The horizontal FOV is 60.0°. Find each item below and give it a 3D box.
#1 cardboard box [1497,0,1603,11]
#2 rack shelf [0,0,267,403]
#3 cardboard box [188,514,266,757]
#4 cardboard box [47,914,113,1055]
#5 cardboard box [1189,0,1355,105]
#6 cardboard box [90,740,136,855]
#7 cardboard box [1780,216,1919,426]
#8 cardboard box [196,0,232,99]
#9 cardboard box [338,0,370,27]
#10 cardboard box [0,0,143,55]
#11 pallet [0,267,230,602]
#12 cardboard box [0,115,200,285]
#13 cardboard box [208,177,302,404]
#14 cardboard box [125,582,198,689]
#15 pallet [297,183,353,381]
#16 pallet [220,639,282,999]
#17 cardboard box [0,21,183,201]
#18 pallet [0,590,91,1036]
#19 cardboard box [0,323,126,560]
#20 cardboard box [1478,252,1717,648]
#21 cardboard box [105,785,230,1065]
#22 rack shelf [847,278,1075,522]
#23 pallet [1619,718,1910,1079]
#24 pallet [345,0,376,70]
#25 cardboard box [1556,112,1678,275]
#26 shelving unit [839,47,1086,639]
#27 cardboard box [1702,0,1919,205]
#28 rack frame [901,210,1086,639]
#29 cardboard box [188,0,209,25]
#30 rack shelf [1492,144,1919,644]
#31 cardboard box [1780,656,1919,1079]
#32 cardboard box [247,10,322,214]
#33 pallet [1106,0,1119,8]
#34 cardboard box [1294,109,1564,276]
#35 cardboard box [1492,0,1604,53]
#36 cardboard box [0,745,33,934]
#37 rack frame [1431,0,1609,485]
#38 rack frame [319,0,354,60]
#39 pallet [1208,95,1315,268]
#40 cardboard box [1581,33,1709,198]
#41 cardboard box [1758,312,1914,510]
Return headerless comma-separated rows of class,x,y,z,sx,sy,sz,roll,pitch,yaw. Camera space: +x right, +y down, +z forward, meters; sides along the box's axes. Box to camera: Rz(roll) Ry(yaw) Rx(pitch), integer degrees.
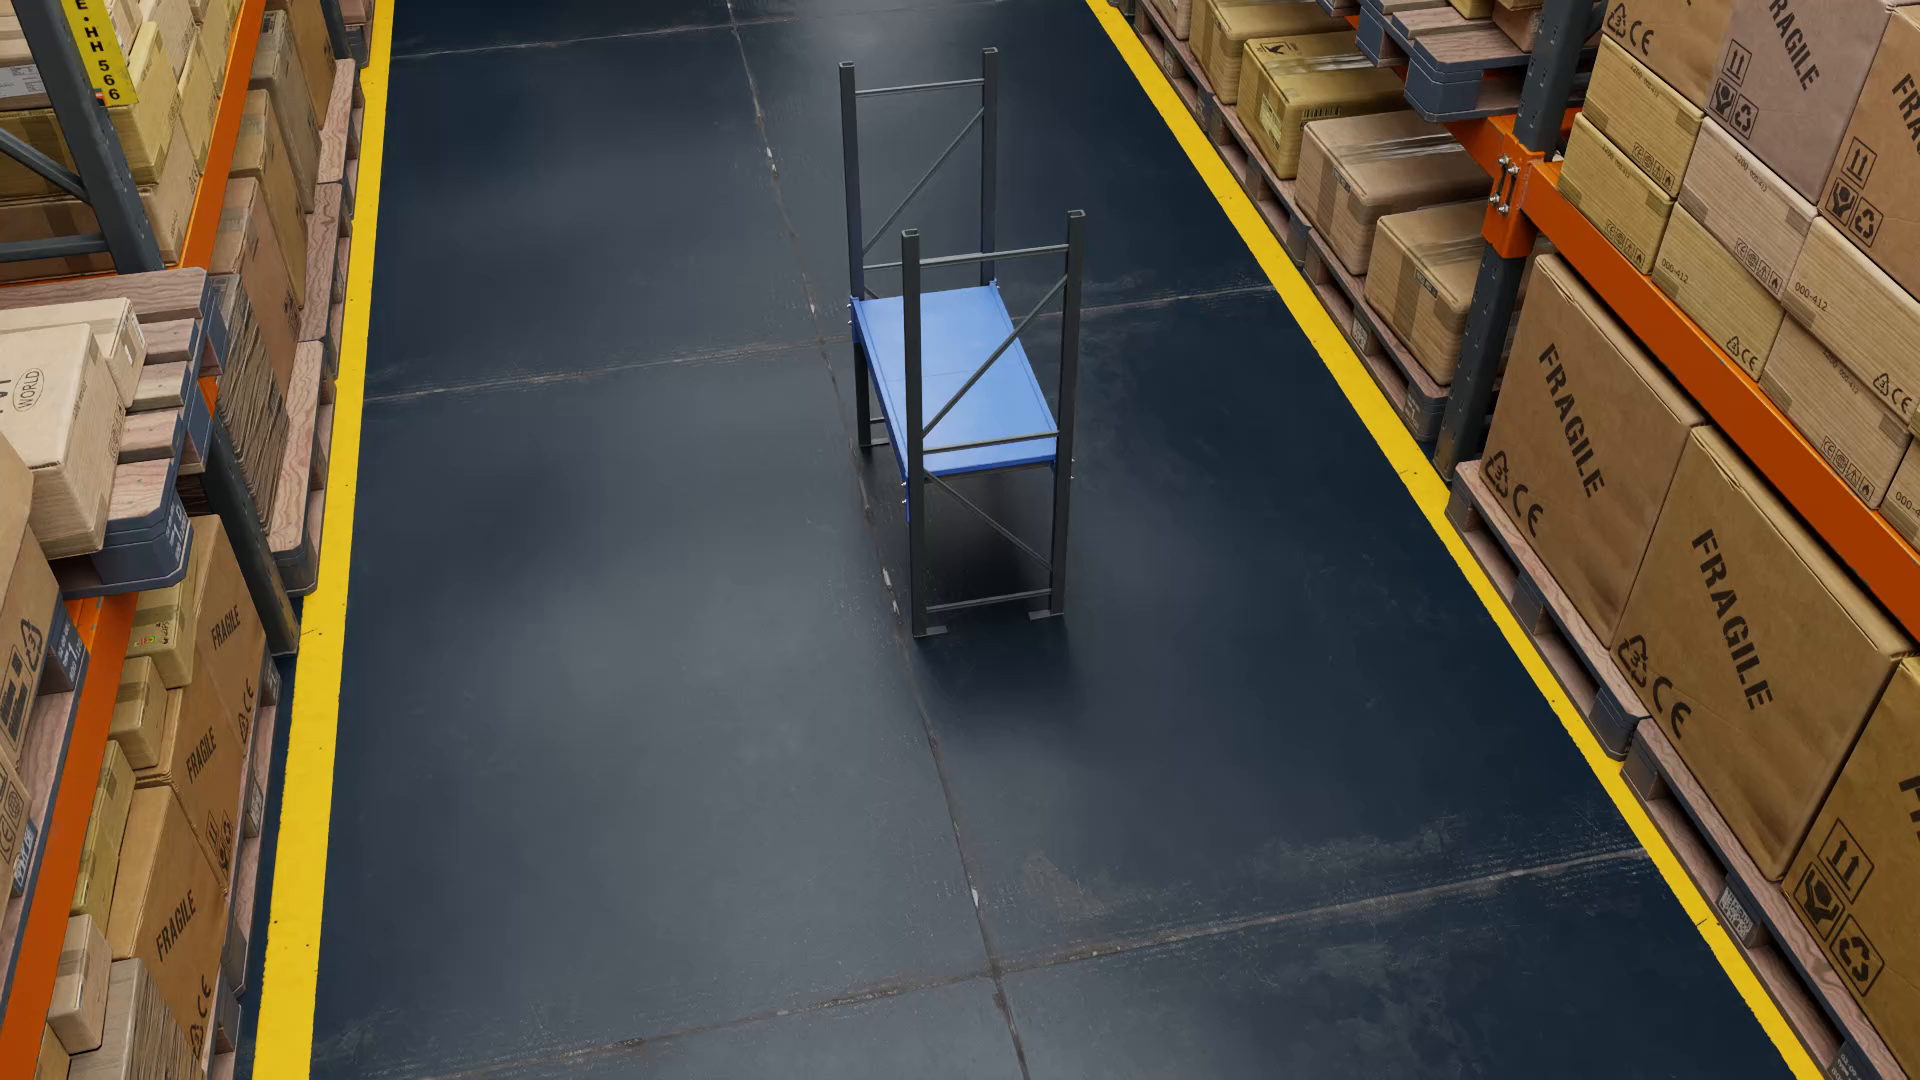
cardboard box,1.851,-1.993,5.120,0.500,0.500,0.500,-9,42,-11
rack shelf,-3.057,-1.746,6.000,1.077,0.370,4.000,-8,42,-9
cardboard box,-2.324,0.302,4.717,0.500,0.500,0.500,-7,42,-8
cardboard box,-2.013,0.963,3.483,0.380,0.149,0.250,-10,43,-11
cardboard box,1.631,-2.395,7.851,0.950,0.372,0.625,-6,42,-7
cardboard box,-2.156,0.627,3.862,0.380,0.149,0.250,-7,42,-8
cardboard box,2.295,-0.540,3.835,0.500,0.250,0.500,-8,42,-9
cardboard box,-2.704,-1.645,5.457,0.500,0.250,0.500,-10,42,-11
cardboard box,-3.270,-2.802,8.402,0.500,0.250,0.500,-8,42,-9
cardboard box,-2.465,-1.421,4.527,0.380,0.149,0.250,-7,42,-8
pallet,-2.410,-0.218,3.881,1.213,0.211,1.003,-8,42,-9
cardboard box,-2.482,-0.986,4.714,0.500,0.250,0.500,-8,42,-9
cardboard box,-2.895,-0.817,5.883,0.875,0.625,0.625,-7,42,-8
cardboard box,-2.182,0.272,4.262,0.380,0.149,0.250,-10,43,-12
pallet,-3.025,-1.005,6.723,1.003,0.211,1.213,-8,42,-9
pallet,-2.501,0.813,4.675,1.003,0.211,1.213,-8,42,-9
cardboard box,-2.458,-1.176,4.552,0.500,0.250,0.500,-8,42,-9
pallet,-2.201,0.613,2.945,1.003,0.211,1.213,-8,42,-9
cardboard box,-2.082,-0.183,3.493,0.500,0.250,0.500,-10,43,-11
cardboard box,2.289,-0.336,5.153,0.875,0.875,0.875,-9,42,-10
cardboard box,-2.111,0.967,3.968,0.500,0.500,0.500,-7,42,-7
rack shelf,-0.018,-0.482,5.434,0.538,0.185,1.000,-8,42,-9
pallet,2.577,0.921,4.553,1.003,0.211,1.213,-8,42,-9
pallet,-3.619,-2.791,8.735,1.003,0.211,1.213,-8,42,-9
cardboard box,2.081,-1.023,4.756,0.500,0.250,0.500,-9,42,-10
shelving unit,-0.018,-0.616,5.314,0.538,1.500,1.048,-8,42,-9
cardboard box,2.205,-1.169,3.979,0.500,0.500,0.500,-8,42,-9
rack frame,0.091,-0.287,4.943,0.500,1.500,0.032,-8,42,-9
cardboard box,-2.685,-1.839,5.299,0.500,0.250,0.500,-9,42,-10
rack shelf,2.652,0.133,3.883,1.077,0.370,4.000,-8,42,-9
cardboard box,2.669,0.823,3.848,0.875,0.875,0.875,-7,42,-8
cardboard box,-3.205,-1.740,6.923,0.875,0.625,0.625,-9,42,-10
pallet,1.178,-3.413,9.436,1.003,0.211,1.213,-8,42,-9
cardboard box,1.941,-1.452,6.789,0.950,0.372,0.625,-9,42,-10
cardboard box,1.920,-1.675,5.250,0.380,0.149,0.250,-7,42,-8
cardboard box,-1.929,0.489,2.548,0.700,0.500,0.500,-9,42,-10
rack frame,2.221,-1.433,5.105,1.000,3.000,0.127,-8,42,-9
rack frame,-3.489,-3.312,7.221,1.000,3.000,0.127,-8,42,-9
pallet,1.793,-1.686,7.490,1.003,0.211,1.213,-8,42,-9
cardboard box,2.089,-1.200,4.578,0.500,0.250,0.500,-9,42,-10
cardboard box,2.316,-0.352,4.000,0.500,0.250,0.500,-7,42,-8
